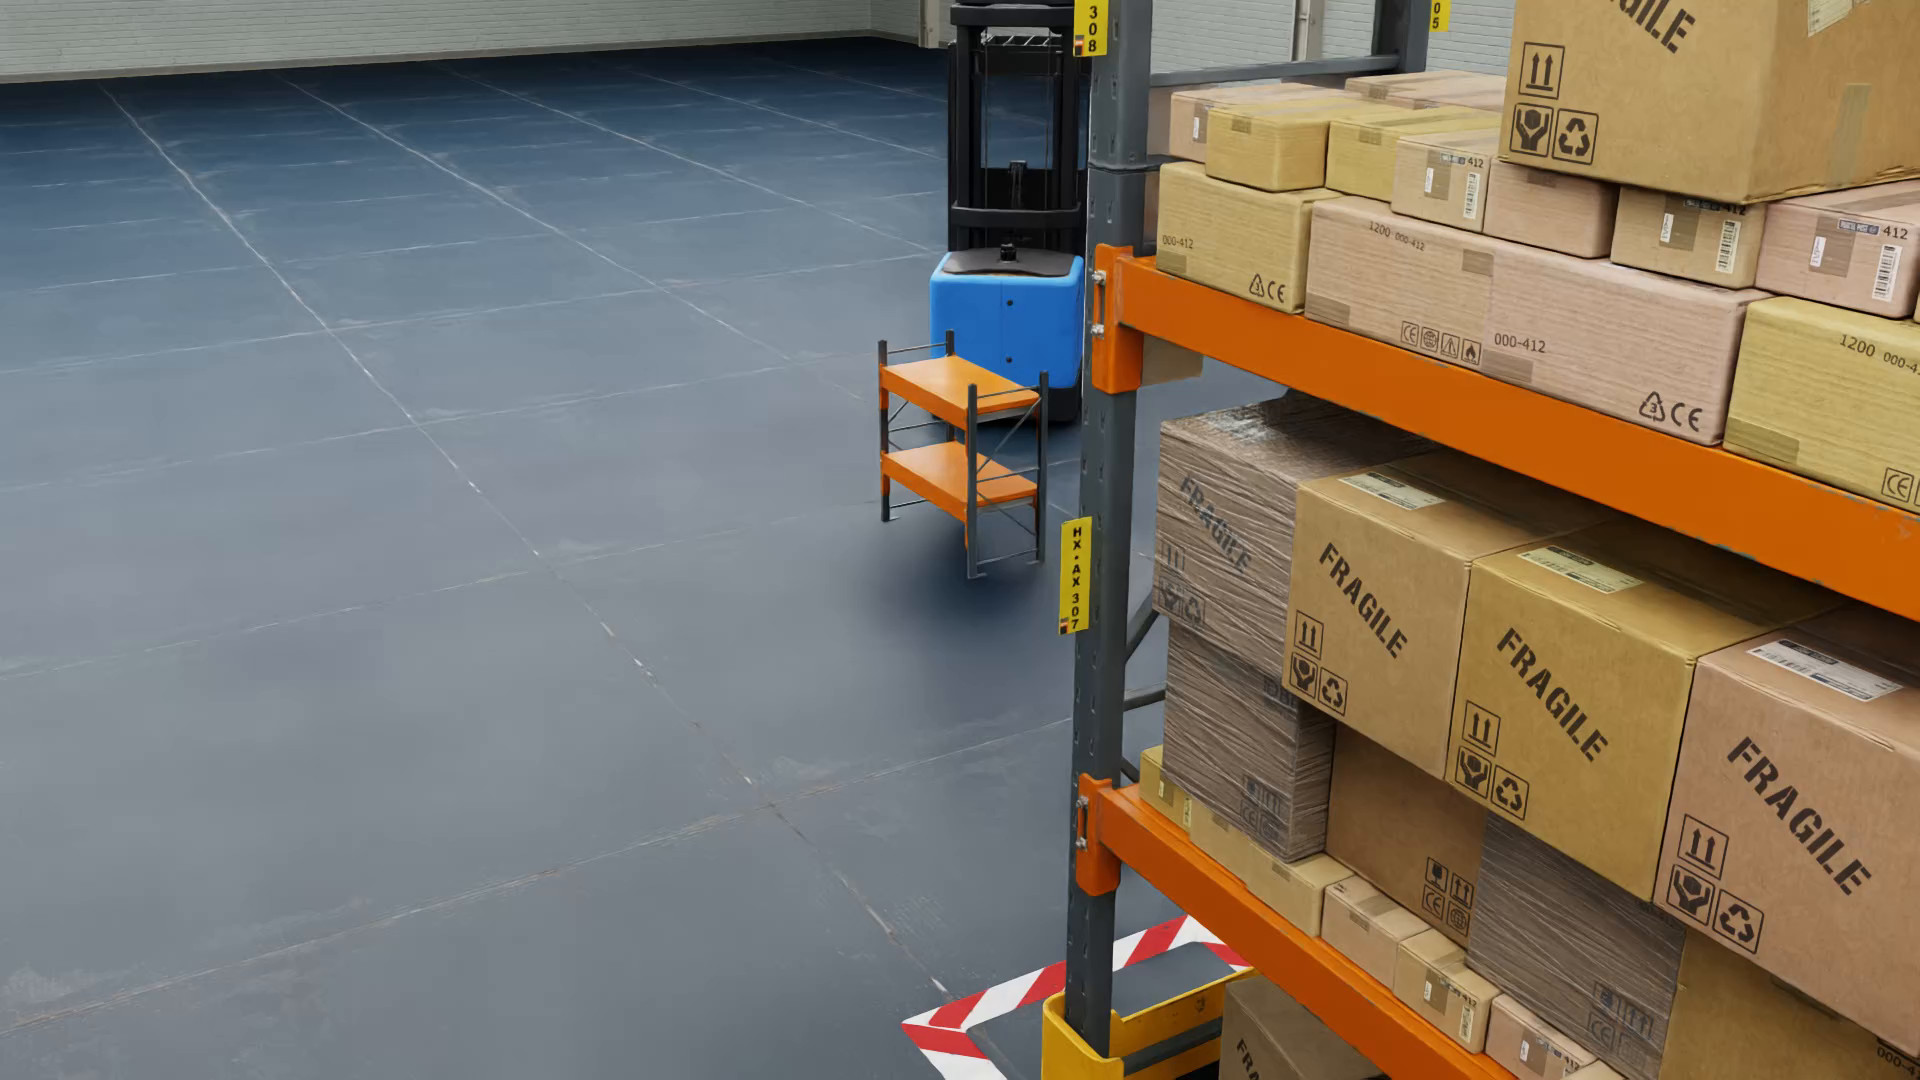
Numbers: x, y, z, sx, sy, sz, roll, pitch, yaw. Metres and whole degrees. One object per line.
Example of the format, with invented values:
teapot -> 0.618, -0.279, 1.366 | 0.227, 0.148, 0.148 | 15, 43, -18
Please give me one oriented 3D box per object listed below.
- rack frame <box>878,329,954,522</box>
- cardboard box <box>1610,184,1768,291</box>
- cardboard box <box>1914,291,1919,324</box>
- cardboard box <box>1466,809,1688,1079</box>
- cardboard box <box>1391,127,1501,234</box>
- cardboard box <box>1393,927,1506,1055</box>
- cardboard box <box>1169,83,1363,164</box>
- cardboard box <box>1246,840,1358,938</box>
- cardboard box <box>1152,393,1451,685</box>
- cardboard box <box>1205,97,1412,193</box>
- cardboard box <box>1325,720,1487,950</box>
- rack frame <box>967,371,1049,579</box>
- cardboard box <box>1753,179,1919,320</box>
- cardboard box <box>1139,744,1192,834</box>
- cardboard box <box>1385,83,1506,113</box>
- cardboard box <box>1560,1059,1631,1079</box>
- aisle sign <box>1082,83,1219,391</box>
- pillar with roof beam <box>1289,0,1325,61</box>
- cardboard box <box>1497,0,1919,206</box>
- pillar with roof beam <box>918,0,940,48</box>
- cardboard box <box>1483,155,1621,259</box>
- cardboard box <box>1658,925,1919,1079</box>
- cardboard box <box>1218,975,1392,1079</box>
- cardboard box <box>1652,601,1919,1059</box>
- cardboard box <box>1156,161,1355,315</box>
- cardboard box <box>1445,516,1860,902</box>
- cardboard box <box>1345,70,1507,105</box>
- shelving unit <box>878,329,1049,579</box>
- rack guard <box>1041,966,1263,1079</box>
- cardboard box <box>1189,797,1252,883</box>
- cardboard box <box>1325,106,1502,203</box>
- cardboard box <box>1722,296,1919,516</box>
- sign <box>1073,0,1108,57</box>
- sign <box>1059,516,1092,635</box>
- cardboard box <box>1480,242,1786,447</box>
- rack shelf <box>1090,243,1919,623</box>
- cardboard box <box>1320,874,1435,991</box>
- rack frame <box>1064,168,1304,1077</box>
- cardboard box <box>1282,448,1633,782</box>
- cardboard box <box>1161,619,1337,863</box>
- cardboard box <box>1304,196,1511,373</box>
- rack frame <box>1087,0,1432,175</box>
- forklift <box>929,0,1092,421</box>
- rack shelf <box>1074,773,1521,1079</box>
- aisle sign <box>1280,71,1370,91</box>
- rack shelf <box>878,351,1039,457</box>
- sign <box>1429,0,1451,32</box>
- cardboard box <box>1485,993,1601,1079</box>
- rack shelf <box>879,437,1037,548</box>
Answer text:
rack frame -> -0.256, -0.683, 9.999 | 0.500, 1.125, 0.032 | -13, 25, -28
cardboard box -> 1.354, -0.551, 2.869 | 0.380, 0.149, 0.250 | -14, 26, -31
cardboard box -> 1.666, -0.396, 2.489 | 0.380, 0.149, 0.250 | -14, 26, -30
cardboard box -> 1.611, 0.701, 3.575 | 0.875, 0.500, 0.500 | -13, 25, -28
cardboard box -> 1.081, -0.716, 3.275 | 0.380, 0.149, 0.250 | -12, 25, -26
cardboard box -> 1.211, 0.975, 3.762 | 0.380, 0.149, 0.250 | -13, 25, -28
cardboard box -> 0.719, -0.978, 3.921 | 0.380, 0.149, 0.250 | -13, 25, -29
cardboard box -> 0.944, 0.816, 4.154 | 0.380, 0.149, 0.250 | -13, 25, -28
cardboard box -> 0.824, -0.024, 4.031 | 0.500, 0.500, 0.500 | -13, 25, -28
cardboard box -> 0.768, -0.876, 3.668 | 0.380, 0.149, 0.250 | -12, 25, -27
cardboard box -> 1.393, 0.531, 3.994 | 0.875, 0.500, 0.500 | -13, 25, -28
rack frame -> 0.263, -0.354, 9.189 | 0.500, 1.125, 0.032 | -13, 25, -28
cardboard box -> 1.522, -0.479, 2.692 | 0.380, 0.149, 0.250 | -13, 25, -29
cardboard box -> 0.718, 0.648, 4.568 | 0.380, 0.149, 0.250 | -13, 25, -28
cardboard box -> 1.219, -0.975, 3.913 | 0.380, 0.149, 0.250 | -14, 26, -30
cardboard box -> 1.401, 1.152, 3.328 | 0.380, 0.149, 0.250 | -13, 25, -28
aisle sign -> 0.488, -0.774, 4.279 | 0.394, 0.787, 0.004 | -13, 25, -28
pillar with roof beam -> 1.758, -10.183, 22.913 | 9.100, 9.000, 0.400 | -13, 25, -28
cardboard box -> 1.303, -0.880, 2.817 | 0.500, 0.500, 0.500 | -13, 25, -28
pillar with roof beam -> -4.372, -14.067, 32.470 | 9.100, 9.000, 0.400 | -13, 25, -28
cardboard box -> 1.202, -0.636, 3.079 | 0.380, 0.149, 0.250 | -13, 25, -28
cardboard box -> 1.857, 0.865, 3.171 | 0.875, 0.500, 0.500 | -13, 25, -28
cardboard box -> 1.082, 1.562, 4.747 | 0.500, 0.500, 0.500 | -8, 23, -18
cardboard box -> 1.590, 0.462, 2.836 | 0.500, 0.500, 0.500 | -13, 25, -28
cardboard box -> 0.801, -0.721, 3.818 | 0.500, 0.250, 0.500 | -12, 25, -27
cardboard box -> 1.330, 0.301, 3.232 | 0.500, 0.500, 0.500 | -13, 25, -28
cardboard box -> 1.187, -1.082, 4.176 | 0.380, 0.149, 0.250 | -13, 25, -28
shelving unit -> 0.003, -0.519, 9.594 | 0.538, 1.125, 1.048 | -13, 25, -28
rack guard -> 0.816, 1.576, 5.271 | 1.175, 0.500, 0.348 | -13, 25, -28
cardboard box -> 0.829, 0.732, 4.360 | 0.380, 0.149, 0.250 | -13, 25, -28
cardboard box -> 1.003, -0.818, 3.526 | 0.380, 0.149, 0.250 | -13, 26, -29
cardboard box -> 1.590, -0.227, 2.602 | 0.500, 0.250, 0.500 | -12, 25, -27
sign -> 0.311, -1.297, 3.875 | 0.100, 0.325, 0.005 | -13, 25, -28
sign -> 0.311, 0.096, 4.441 | 0.100, 0.325, 0.005 | -13, 25, -28
cardboard box -> 1.319, -0.395, 3.014 | 0.500, 0.250, 0.500 | -13, 25, -28
rack shelf -> 1.799, -0.016, 2.839 | 1.077, 0.370, 4.000 | -13, 25, -28
cardboard box -> 1.089, 0.893, 3.965 | 0.380, 0.149, 0.250 | -13, 25, -28
rack frame -> 0.777, 0.393, 4.861 | 1.000, 3.000, 0.127 | -13, 25, -28
cardboard box -> 1.073, 0.139, 3.629 | 0.500, 0.500, 0.500 | -13, 25, -28
cardboard box -> 1.035, 0.392, 4.335 | 0.875, 0.500, 0.500 | -13, 25, -28
cardboard box -> 1.070, -0.556, 3.411 | 0.500, 0.250, 0.500 | -13, 26, -29
rack frame -> 0.777, -2.386, 3.731 | 1.000, 3.000, 0.127 | -13, 25, -28
forklift -> 0.487, -2.713, 12.592 | 1.130, 2.935, 3.031 | 3, 22, 7
rack shelf -> 1.799, 1.374, 3.404 | 1.077, 0.370, 4.000 | -13, 25, -28
aisle sign -> 1.003, -0.889, 4.563 | 0.394, 0.787, 0.004 | -13, 25, -28
rack shelf -> 0.003, -0.790, 9.484 | 0.538, 0.278, 1.000 | -13, 25, -28
sign -> 1.265, -1.507, 4.376 | 0.100, 0.325, 0.005 | -13, 25, -28
cardboard box -> 1.362, 1.051, 3.576 | 0.380, 0.149, 0.250 | -13, 25, -28
rack shelf -> 0.003, -0.292, 9.686 | 0.538, 0.278, 1.000 | -13, 25, -28
